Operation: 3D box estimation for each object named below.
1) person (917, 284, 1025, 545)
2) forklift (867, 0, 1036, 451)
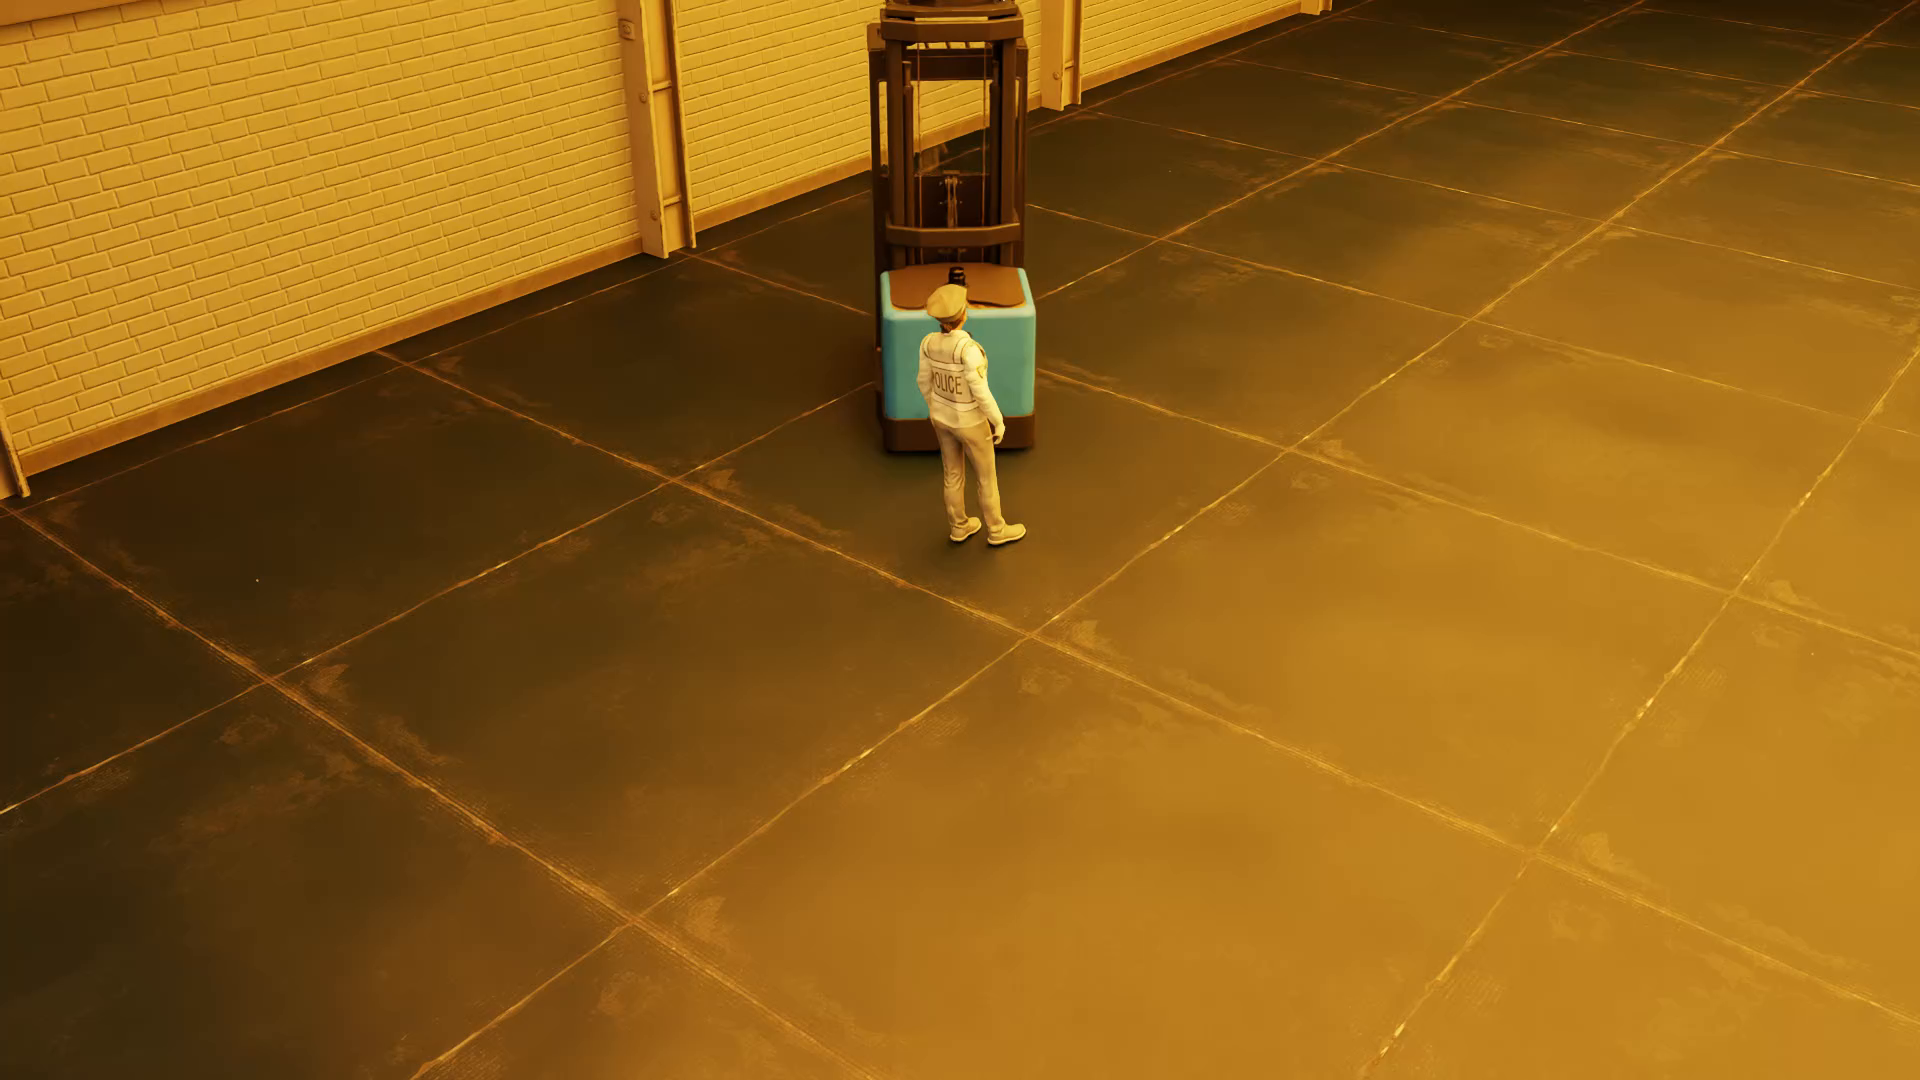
[{"bbox_3d":[0.048,-0.763,10.111,0.586,1.694,0.532,22,37,33],"label":"person"},{"bbox_3d":[-0.095,-2.587,12.023,1.130,2.935,3.031,-2,30,-3],"label":"forklift"}]
